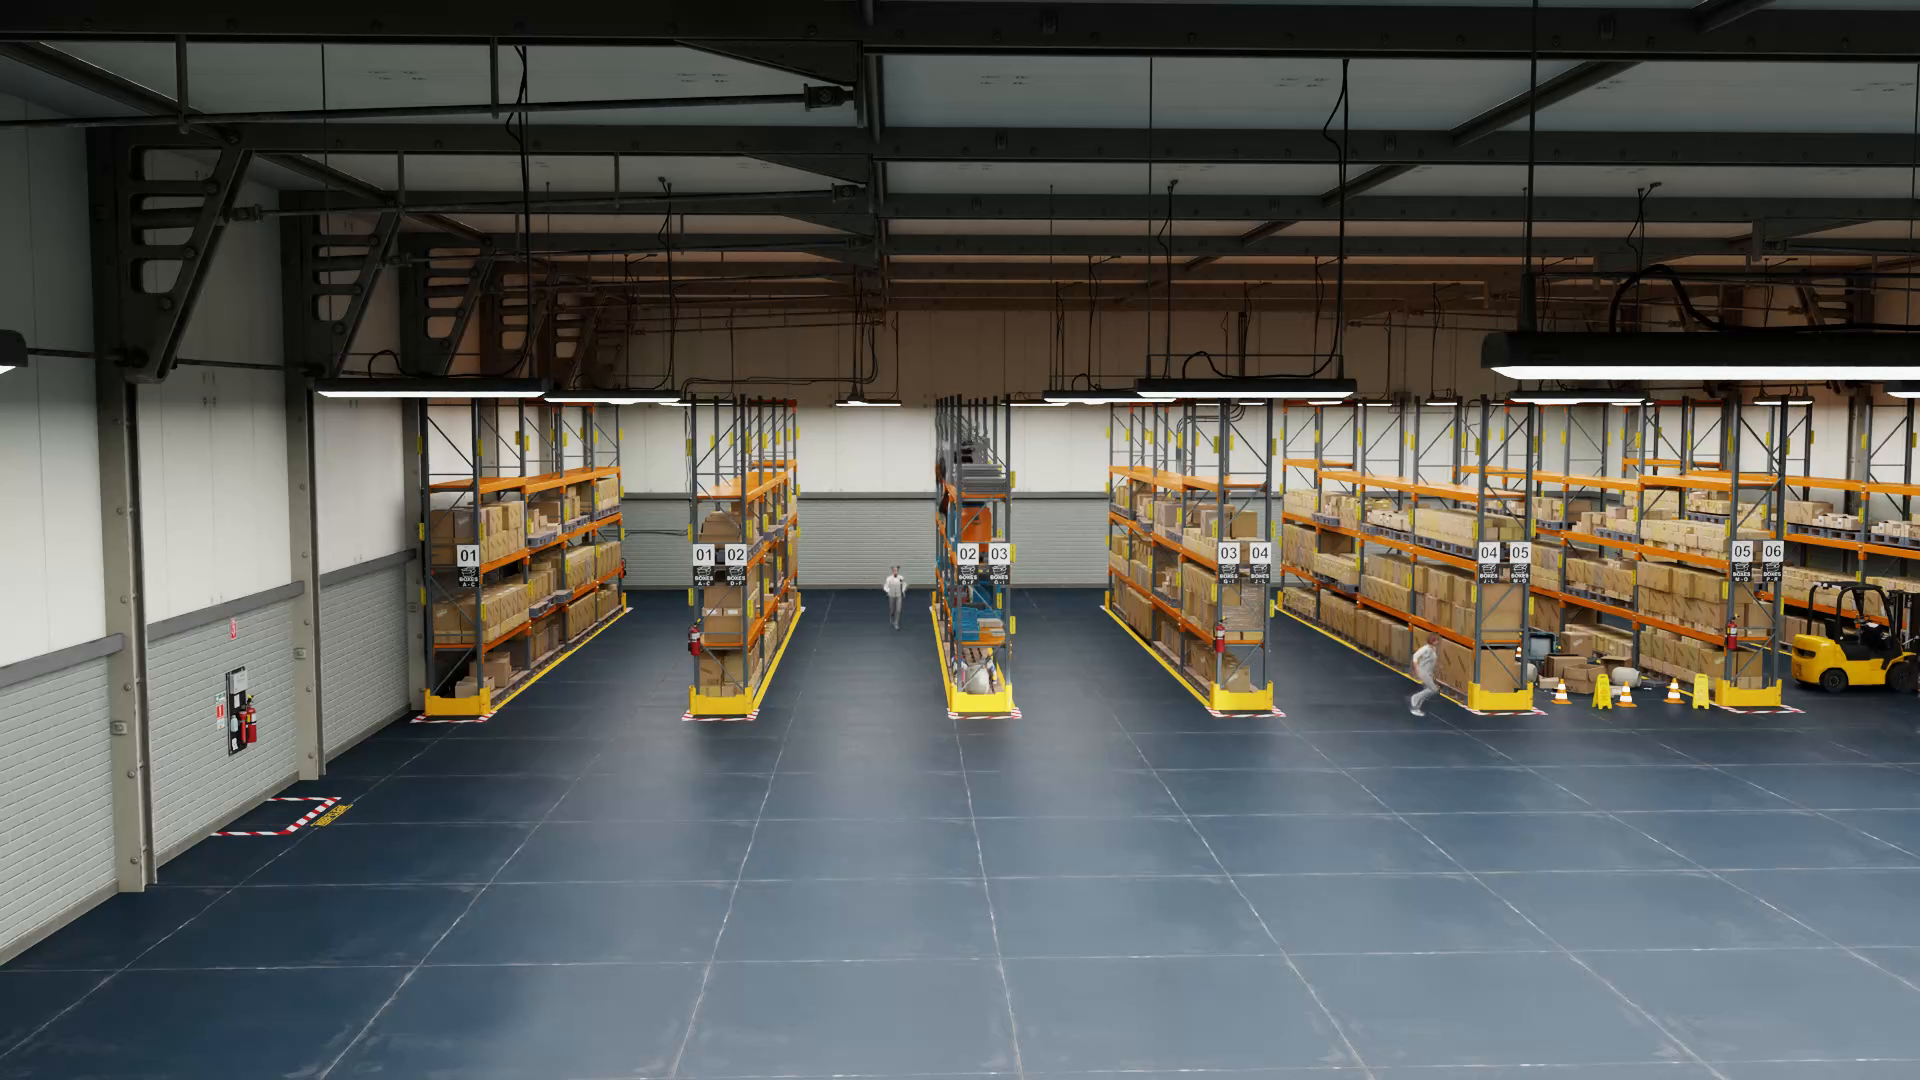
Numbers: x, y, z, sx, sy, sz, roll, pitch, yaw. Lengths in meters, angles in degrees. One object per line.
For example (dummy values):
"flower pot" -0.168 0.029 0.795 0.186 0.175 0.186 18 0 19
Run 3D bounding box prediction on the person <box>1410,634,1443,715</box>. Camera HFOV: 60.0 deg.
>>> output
"person" 8.721 2.510 31.026 0.588 1.540 0.511 3 5 32

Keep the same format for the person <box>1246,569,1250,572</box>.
"person" 8.089 1.317 45.726 0.586 1.613 0.583 0 5 6

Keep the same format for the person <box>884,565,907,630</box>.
"person" -1.682 1.478 43.404 0.605 1.672 0.840 -1 5 -7
